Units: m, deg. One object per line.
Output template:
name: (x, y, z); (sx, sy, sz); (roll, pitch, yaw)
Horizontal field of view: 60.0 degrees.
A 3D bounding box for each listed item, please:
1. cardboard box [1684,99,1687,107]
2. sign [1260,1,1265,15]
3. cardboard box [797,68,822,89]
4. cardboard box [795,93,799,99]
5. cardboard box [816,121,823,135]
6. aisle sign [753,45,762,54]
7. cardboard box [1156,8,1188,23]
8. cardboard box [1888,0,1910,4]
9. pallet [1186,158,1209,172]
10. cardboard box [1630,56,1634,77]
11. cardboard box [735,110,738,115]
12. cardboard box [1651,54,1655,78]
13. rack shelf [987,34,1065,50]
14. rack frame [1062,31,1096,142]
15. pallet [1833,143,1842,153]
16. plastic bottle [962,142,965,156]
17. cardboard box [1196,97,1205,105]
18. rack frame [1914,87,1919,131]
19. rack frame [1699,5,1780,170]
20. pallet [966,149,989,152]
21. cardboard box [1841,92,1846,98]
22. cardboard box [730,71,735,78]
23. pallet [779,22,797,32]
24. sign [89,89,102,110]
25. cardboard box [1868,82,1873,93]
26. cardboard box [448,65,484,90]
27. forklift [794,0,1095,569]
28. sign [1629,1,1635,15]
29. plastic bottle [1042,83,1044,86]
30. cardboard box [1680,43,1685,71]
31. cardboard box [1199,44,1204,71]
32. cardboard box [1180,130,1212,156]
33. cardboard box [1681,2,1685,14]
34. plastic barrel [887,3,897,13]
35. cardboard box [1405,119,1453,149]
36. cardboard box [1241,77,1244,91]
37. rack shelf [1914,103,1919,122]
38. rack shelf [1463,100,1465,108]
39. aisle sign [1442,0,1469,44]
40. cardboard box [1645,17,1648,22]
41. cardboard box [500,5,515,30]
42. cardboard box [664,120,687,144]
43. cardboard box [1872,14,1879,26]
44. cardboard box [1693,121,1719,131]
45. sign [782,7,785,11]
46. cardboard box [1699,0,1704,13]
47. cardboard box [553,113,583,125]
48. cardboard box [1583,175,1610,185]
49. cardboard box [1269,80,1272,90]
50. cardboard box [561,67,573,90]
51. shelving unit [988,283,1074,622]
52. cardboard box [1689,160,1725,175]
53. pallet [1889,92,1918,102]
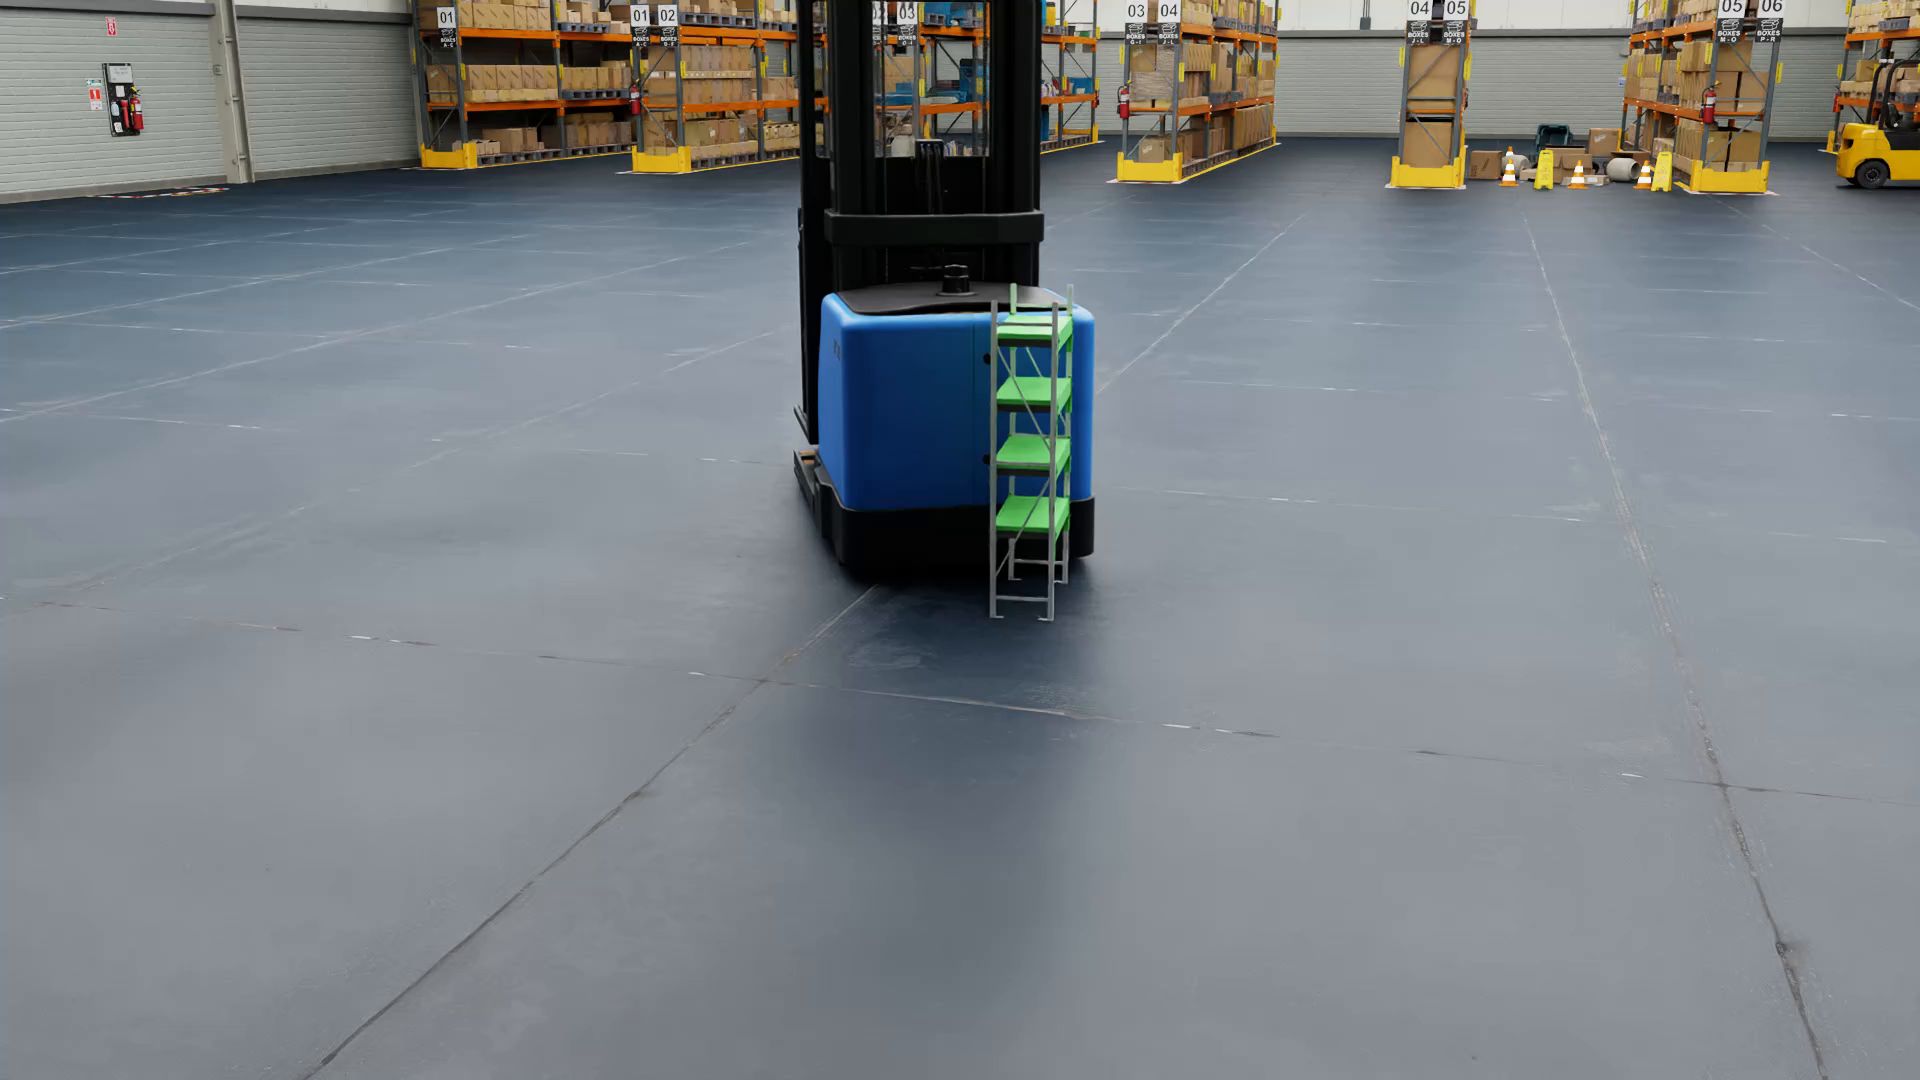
cardboard box: (13.713, -8.143, 31.003); (0.380, 0.149, 0.250); (5, 17, 17)
sign: (7.427, -13.057, 40.845); (0.100, 0.325, 0.005); (5, 16, 16)
cardboard box: (-3.658, -11.400, 41.070); (0.700, 0.500, 0.500); (-1, 16, -3)
cardboard box: (-4.038, -10.517, 39.372); (0.380, 0.149, 0.250); (6, 17, 20)
cardboard box: (-3.642, -9.969, 40.220); (0.500, 0.311, 0.500); (5, 17, 17)
aisle sign: (-5.898, -14.698, 48.889); (0.394, 0.787, 0.004); (5, 16, 16)
cardboard box: (3.879, -9.591, 30.423); (0.500, 0.250, 0.500); (5, 17, 18)
cardboard box: (20.745, -11.964, 36.719); (0.396, 0.266, 0.258); (4, 16, 15)
pallet: (4.474, -7.640, 33.879); (1.003, 0.211, 1.213); (5, 16, 16)
cardboard box: (16.854, -11.686, 41.017); (0.500, 0.500, 0.500); (4, 16, 15)
cardboard box: (-6.680, -12.423, 48.253); (0.380, 0.149, 0.250); (5, 17, 16)
cardboard box: (15.450, -10.387, 36.438); (0.500, 0.500, 0.500); (5, 16, 16)
rack shelf: (1.587, -12.211, 40.705); (1.077, 0.370, 4.000); (5, 16, 16)
rack frame: (3.292, -12.684, 46.551); (1.000, 3.000, 0.127); (5, 16, 16)
pallet: (22.055, -9.577, 40.708); (1.003, 0.211, 1.213); (5, 16, 16)
plastic bottle: (0.062, -8.298, 35.259); (0.061, 0.283, 0.133); (5, 17, 19)
cardboard box: (4.678, -8.761, 33.180); (0.380, 0.149, 0.250); (5, 16, 16)
rack frame: (20.029, -9.054, 33.754); (1.000, 3.000, 0.127); (5, 16, 16)
rack frame: (12.995, -7.345, 27.729); (1.000, 3.000, 0.127); (5, 16, 16)
pallet: (0.413, -8.732, 37.727); (1.003, 0.211, 1.213); (5, 16, 16)
cardboard box: (21.946, -10.962, 40.940); (0.380, 0.149, 0.250); (4, 16, 15)
cardboard box: (-5.029, -9.936, 35.490); (0.380, 0.149, 0.250); (5, 16, 16)
pallet: (-4.151, -11.851, 38.463); (1.003, 0.211, 1.213); (5, 17, 18)
sign: (-14.084, -7.184, 27.093); (0.001, 0.329, 0.234); (5, 16, 16)
cardboard box: (21.077, -10.324, 37.960); (0.500, 0.250, 0.500); (5, 17, 17)
cardboard box: (-10.329, -9.666, 34.775); (0.500, 0.500, 0.500); (5, 16, 16)
forklift: (-0.223, -1.652, 7.783); (1.130, 2.935, 3.031); (-3, 16, -10)
sign: (17.012, -13.478, 42.105); (0.100, 0.325, 0.005); (5, 16, 16)
plastic bottle: (2.070, -11.359, 41.970); (0.144, 0.351, 0.185); (5, 16, 16)
cardboard box: (13.799, -8.966, 30.881); (0.700, 0.500, 0.500); (4, 16, 15)
cardboard box: (4.483, -9.432, 32.525); (0.500, 0.500, 0.500); (5, 16, 16)
cardboard box: (4.979, -8.452, 35.404); (0.700, 0.500, 0.500); (5, 16, 16)
cardboard box: (14.863, -10.530, 33.270); (0.797, 0.503, 0.637); (5, 16, 16)
plastic barrel: (-1.238, -10.487, 31.750); (0.600, 0.830, 0.708); (5, 16, 16)
cardboard box: (8.598, -7.295, 30.678); (0.875, 0.875, 0.875); (4, 16, 15)
cardboard box: (6.311, -10.496, 38.654); (0.500, 0.500, 0.500); (4, 16, 14)
rack shelf: (19.461, -8.185, 32.008); (1.077, 0.370, 4.000); (5, 16, 16)
rack shelf: (11.063, -9.973, 38.311); (1.077, 0.370, 4.000); (5, 16, 16)
aisle sign: (8.488, -8.912, 28.487); (0.394, 0.787, 0.004); (5, 16, 16)
cardboard box: (16.280, -12.305, 39.012); (0.396, 0.266, 0.258); (5, 17, 18)
cardboard box: (-9.956, -11.251, 35.781); (0.500, 0.500, 0.500); (6, 17, 19)
cardboard box: (-5.866, -8.549, 34.868); (0.500, 0.500, 0.500); (5, 16, 16)
cardboard box: (21.200, -11.897, 38.010); (0.500, 0.250, 0.500); (4, 16, 14)
cardboard box: (13.013, -7.228, 29.023); (0.380, 0.149, 0.250); (5, 17, 17)
sign: (-4.249, -12.710, 40.200); (0.100, 0.325, 0.005); (5, 16, 16)
cardboard box: (13.311, -9.414, 29.255); (0.500, 0.250, 0.500); (5, 17, 16)
cardboard box: (-9.302, -9.992, 39.460); (0.500, 0.250, 0.500); (4, 16, 15)
cardboard box: (11.431, -6.473, 29.879); (0.250, 0.149, 0.380); (-15, 21, -41)
cardboard box: (8.013, -12.091, 44.189); (0.500, 0.250, 0.500); (4, 16, 15)
cardboard box: (-9.439, -10.703, 38.577); (0.700, 0.500, 0.500); (5, 16, 16)
shelving unit: (0.273, -0.342, 6.338); (0.258, 1.200, 0.503); (3, 16, 10)
cardboard box: (12.974, -6.463, 28.888); (0.500, 0.250, 0.500); (5, 16, 16)
pallet: (20.577, -9.471, 35.576); (1.003, 0.211, 1.213); (5, 16, 16)
